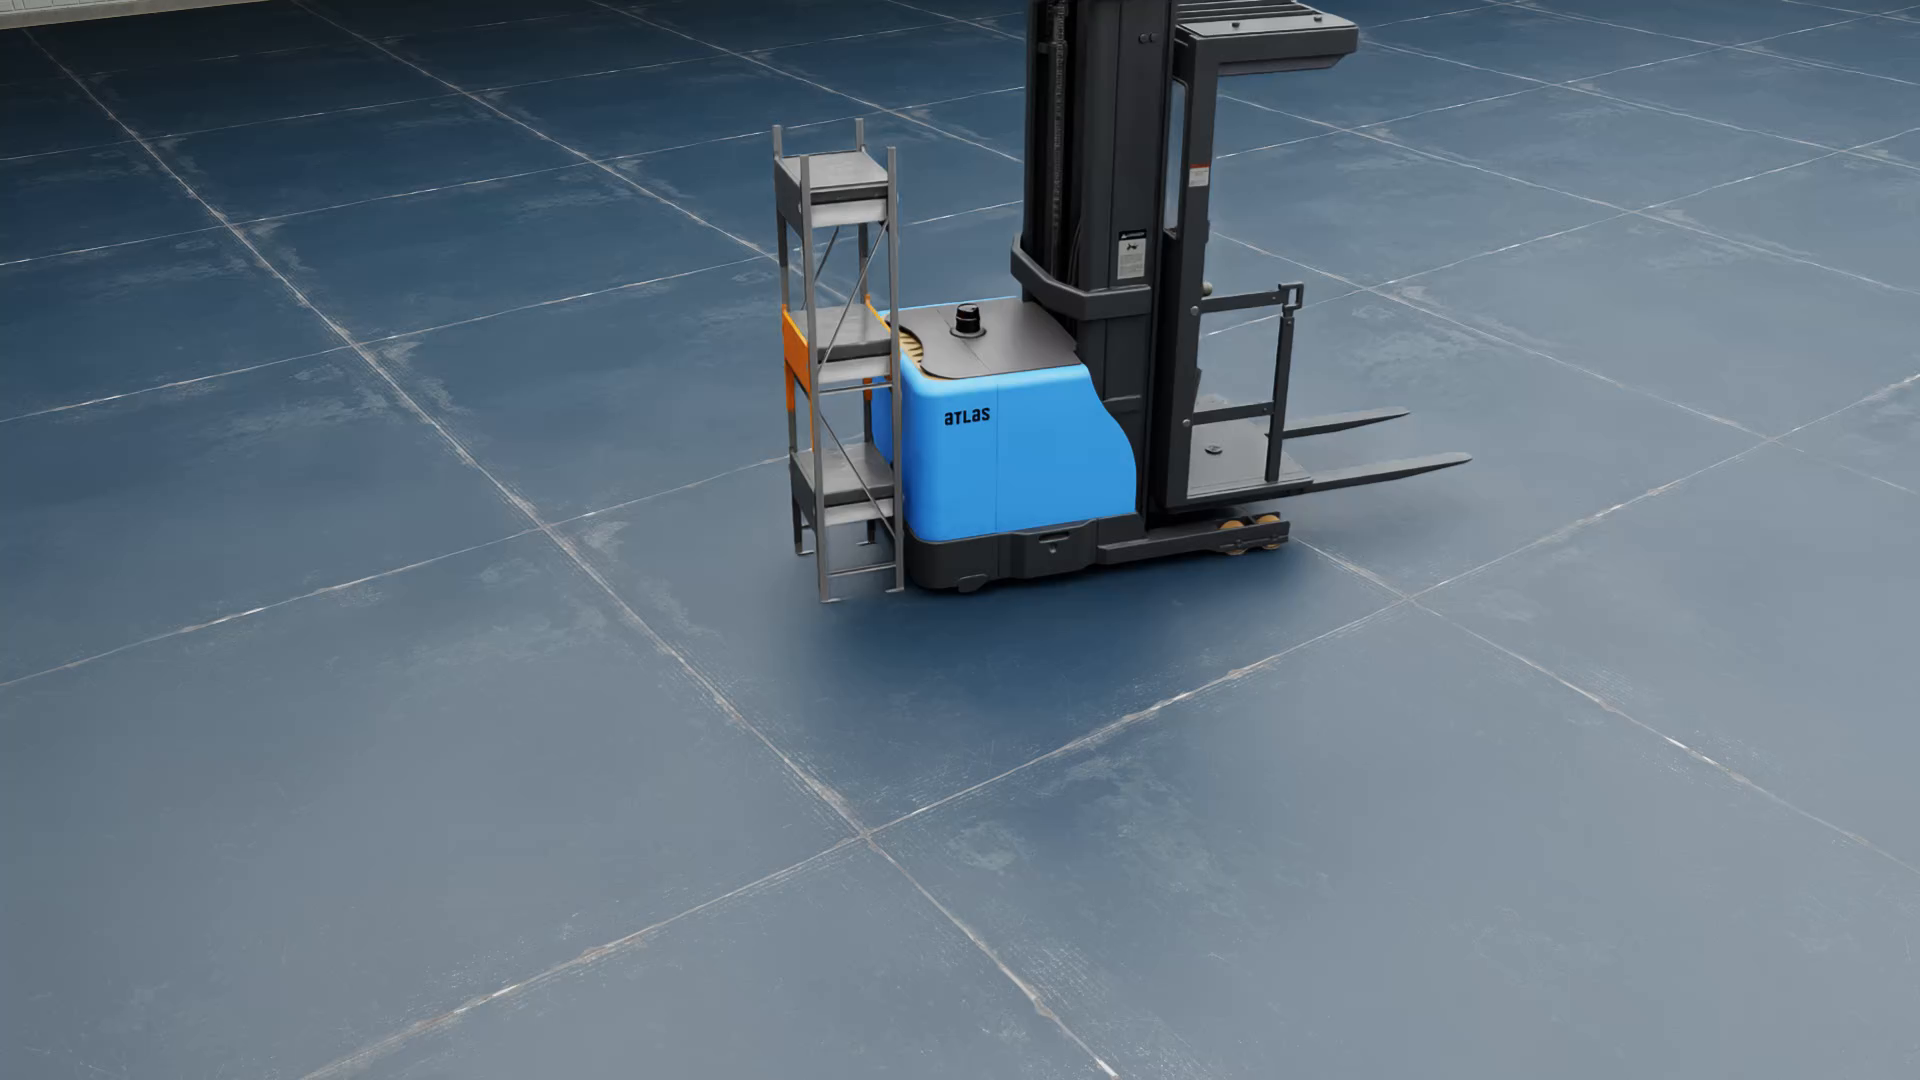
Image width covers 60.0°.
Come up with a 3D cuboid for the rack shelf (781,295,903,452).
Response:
[{"bbox_3d":[-0.533,-0.755,7.469,0.431,0.518,0.480,-9,30,-16],"label":"rack shelf"}]

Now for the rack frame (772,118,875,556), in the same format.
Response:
[{"bbox_3d":[-0.611,-0.877,7.665,0.400,2.100,0.015,-9,30,-16],"label":"rack frame"}]

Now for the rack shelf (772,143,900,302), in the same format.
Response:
[{"bbox_3d":[-0.533,-1.370,7.135,0.431,0.518,0.480,-9,30,-16],"label":"rack shelf"}]

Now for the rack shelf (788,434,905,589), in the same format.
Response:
[{"bbox_3d":[-0.533,-0.140,7.803,0.431,0.518,0.480,-9,30,-16],"label":"rack shelf"}]

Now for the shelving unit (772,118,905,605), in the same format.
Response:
[{"bbox_3d":[-0.533,-0.767,7.462,0.431,2.100,0.503,-9,30,-16],"label":"shelving unit"}]

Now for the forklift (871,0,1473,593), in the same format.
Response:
[{"bbox_3d":[1.100,-1.444,7.837,3.031,2.935,1.130,-9,30,-16],"label":"forklift"}]

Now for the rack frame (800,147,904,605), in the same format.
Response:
[{"bbox_3d":[-0.455,-0.657,7.259,0.400,2.100,0.015,-9,30,-16],"label":"rack frame"}]
